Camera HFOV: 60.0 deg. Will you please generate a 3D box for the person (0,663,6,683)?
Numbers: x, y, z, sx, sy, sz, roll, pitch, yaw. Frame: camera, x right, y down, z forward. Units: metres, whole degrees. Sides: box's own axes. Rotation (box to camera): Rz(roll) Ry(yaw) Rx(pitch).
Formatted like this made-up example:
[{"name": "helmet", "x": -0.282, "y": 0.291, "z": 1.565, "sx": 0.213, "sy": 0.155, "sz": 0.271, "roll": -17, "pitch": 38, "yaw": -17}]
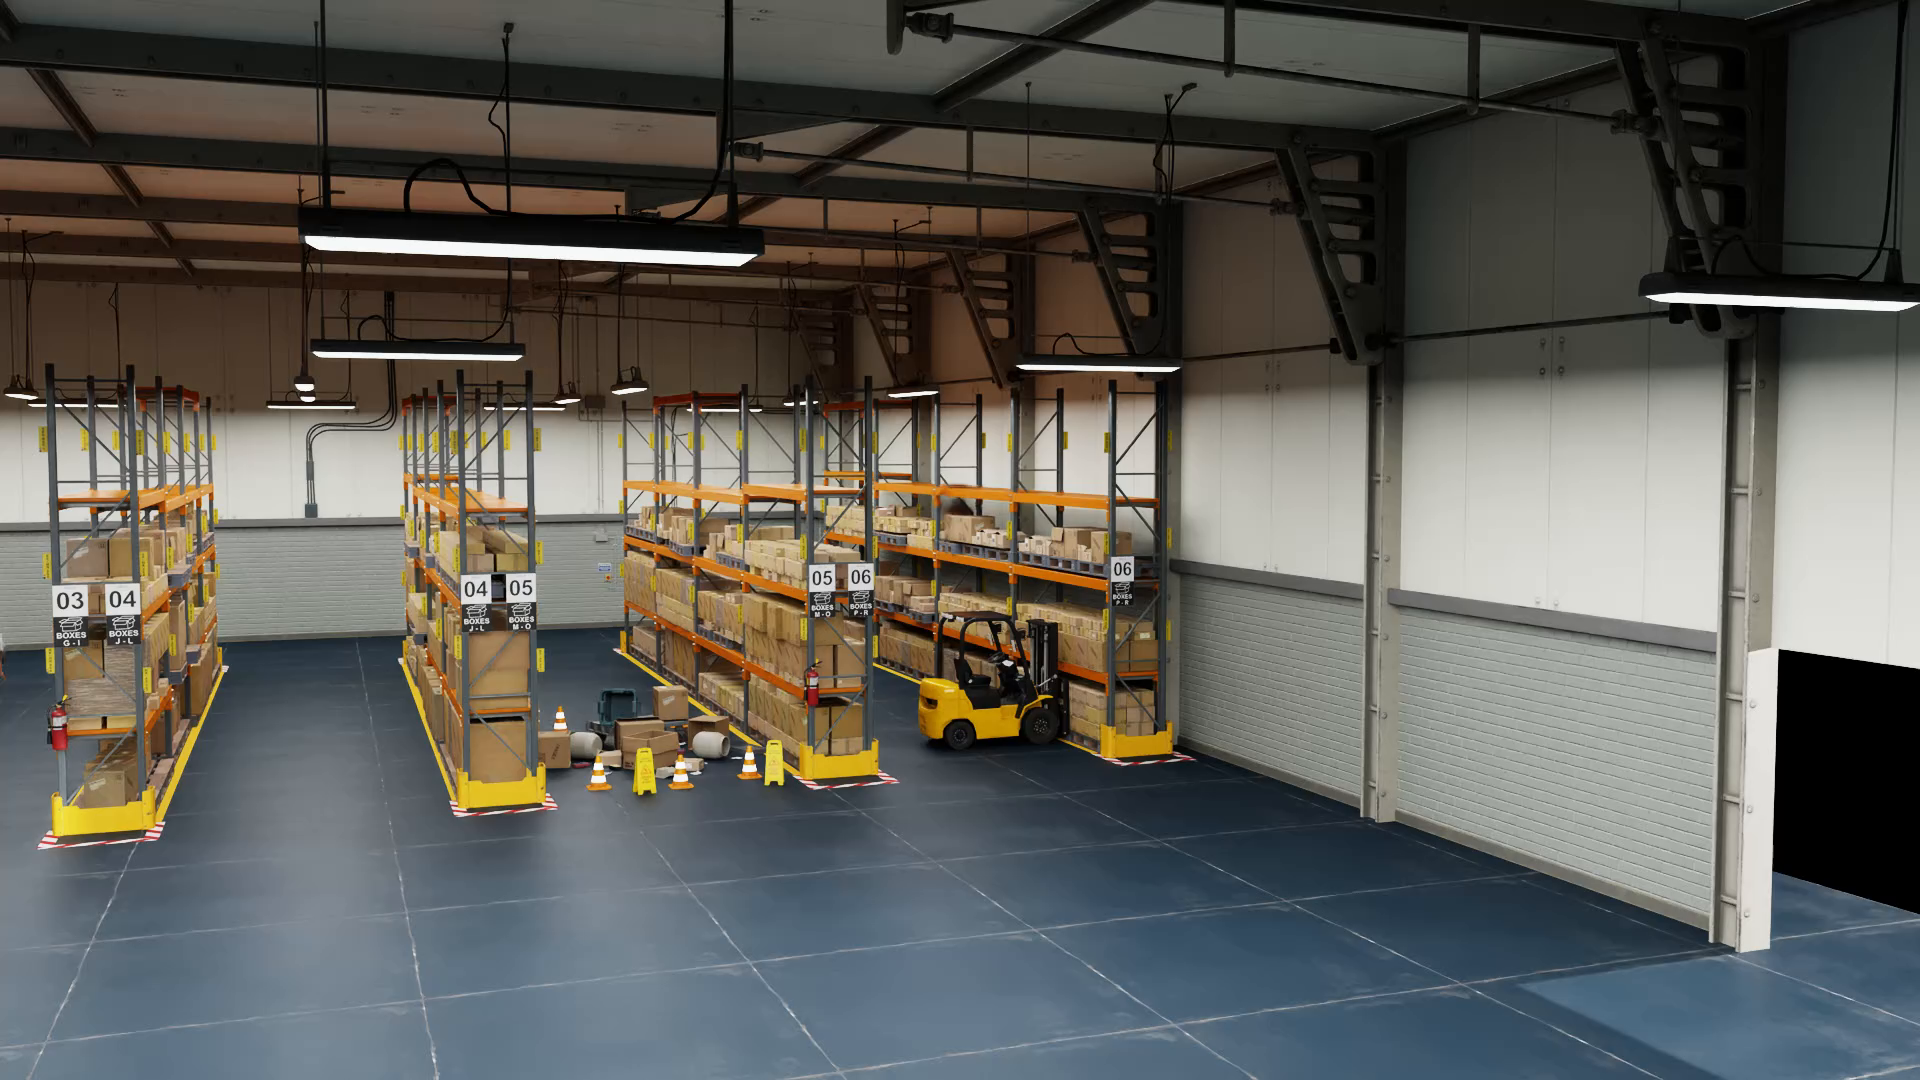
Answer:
[{"name": "person", "x": -17.431, "y": 2.418, "z": 29.614, "sx": 0.761, "sy": 1.724, "sz": 1.080, "roll": -2, "pitch": 4, "yaw": -26}]
